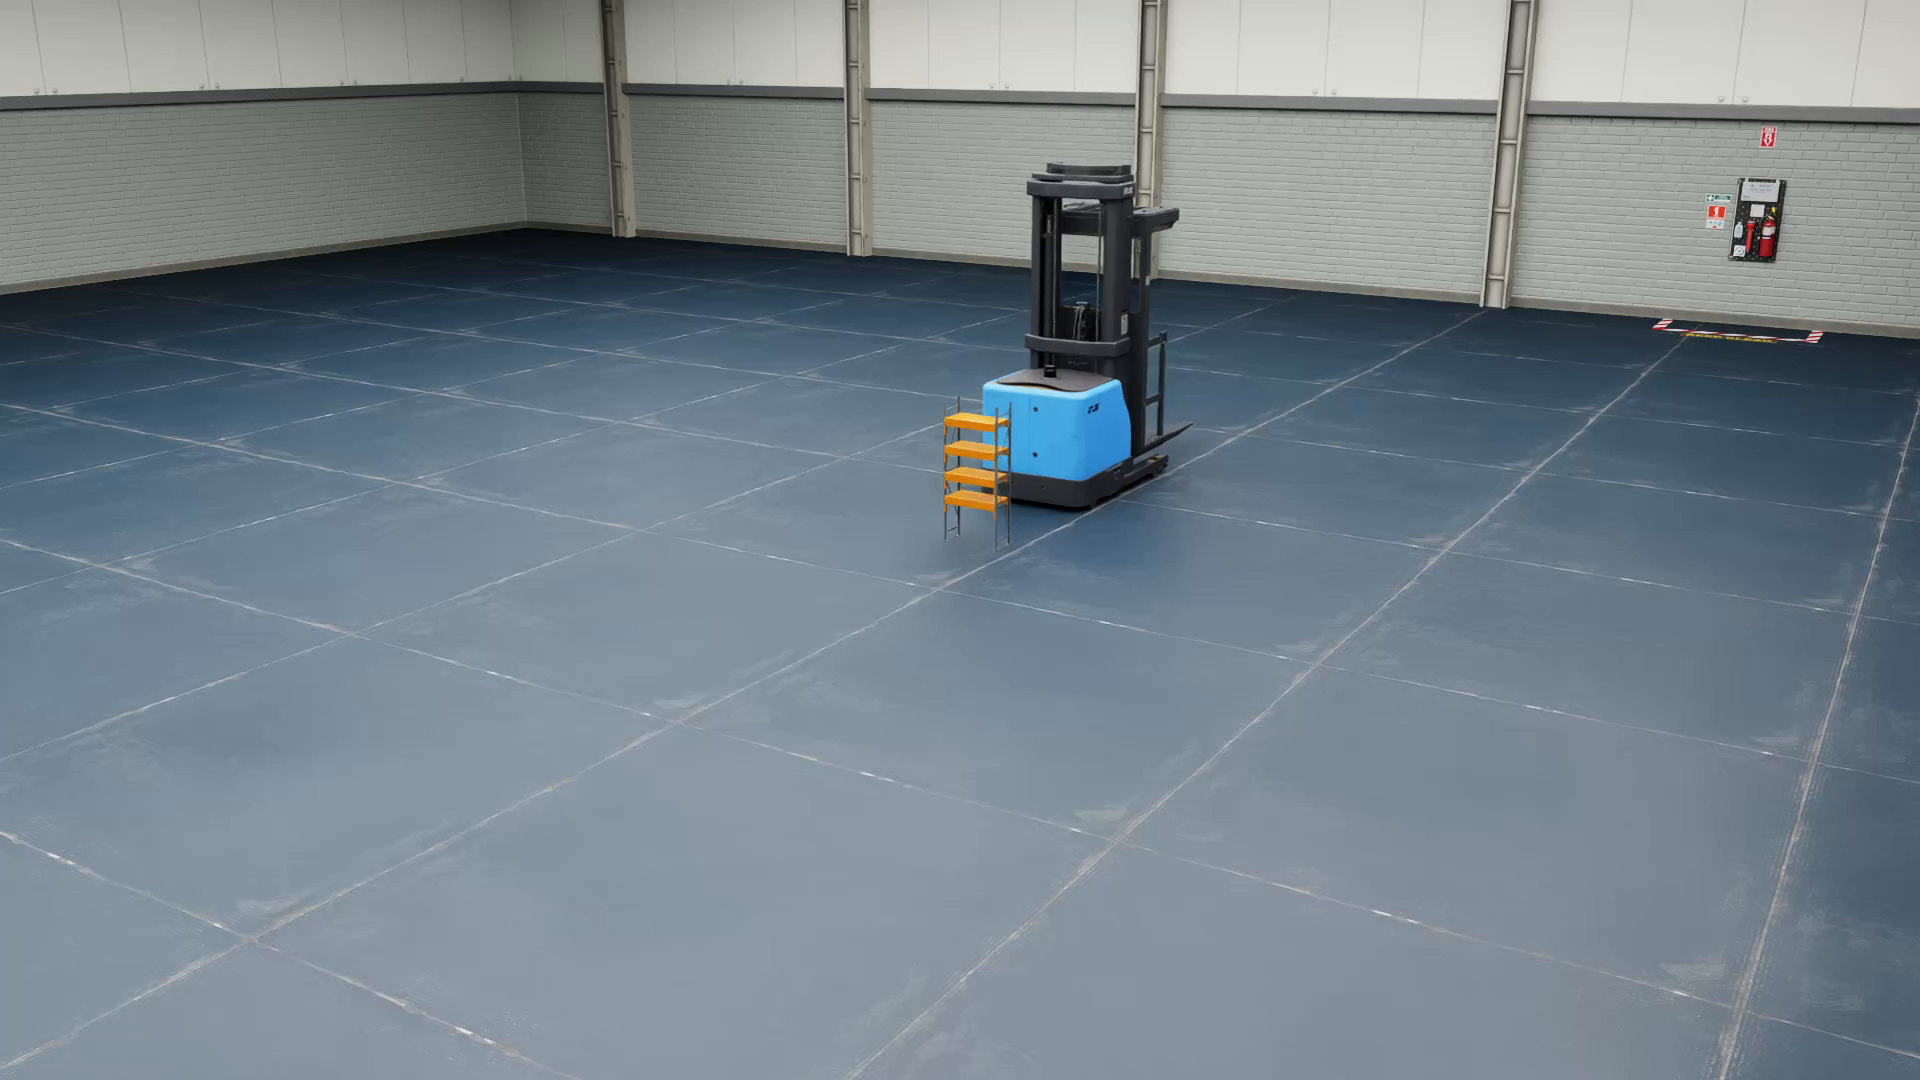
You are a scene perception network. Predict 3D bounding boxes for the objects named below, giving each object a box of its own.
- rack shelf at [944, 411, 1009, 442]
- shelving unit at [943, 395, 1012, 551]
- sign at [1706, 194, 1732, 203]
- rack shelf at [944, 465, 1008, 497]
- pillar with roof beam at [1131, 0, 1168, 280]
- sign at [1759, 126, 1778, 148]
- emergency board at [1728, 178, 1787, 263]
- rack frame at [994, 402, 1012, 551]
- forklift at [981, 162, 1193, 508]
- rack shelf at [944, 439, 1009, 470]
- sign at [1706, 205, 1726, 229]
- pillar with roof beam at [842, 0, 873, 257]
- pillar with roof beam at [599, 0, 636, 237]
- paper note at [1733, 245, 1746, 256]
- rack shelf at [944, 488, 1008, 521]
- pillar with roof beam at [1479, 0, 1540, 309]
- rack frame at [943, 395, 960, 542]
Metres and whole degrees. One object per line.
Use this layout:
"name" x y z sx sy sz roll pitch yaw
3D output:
"rack shelf" 0.141 -0.925 13.510 0.480 0.148 0.258 10 20 30
"shelving unit" 0.141 -0.549 13.624 0.503 1.200 0.258 10 20 30
"sign" 10.919 -4.917 23.933 0.331 0.109 0.001 10 20 30
"rack shelf" 0.141 -0.485 13.643 0.480 0.148 0.258 10 20 30
"pillar with roof beam" 0.944 -7.783 24.022 0.400 9.000 9.100 10 20 30
"sign" 11.382 -5.674 23.412 0.199 0.298 0.001 10 20 30
"emergency board" 11.337 -4.539 23.664 0.643 1.169 0.194 10 20 30
"rack frame" 0.349 -0.512 13.502 0.015 1.200 0.240 10 20 30
"forklift" 1.356 -2.066 15.640 1.130 2.935 3.031 9 19 28
"rack shelf" 0.141 -0.699 13.578 0.480 0.148 0.258 10 20 30
"sign" 10.920 -4.666 24.020 0.234 0.329 0.001 10 20 30
"pillar with roof beam" -4.168 -8.696 27.027 0.400 9.000 9.100 10 20 30
"pillar with roof beam" -9.281 -9.609 30.031 0.400 9.000 9.100 10 20 30
"paper note" 11.222 -4.162 23.937 0.142 0.148 0.016 10 20 30
"rack shelf" 0.141 -0.295 13.701 0.480 0.148 0.258 10 20 30
"pillar with roof beam" 6.057 -6.871 21.018 0.400 9.000 9.100 10 20 30
"rack frame" -0.067 -0.586 13.746 0.015 1.200 0.240 10 20 30
